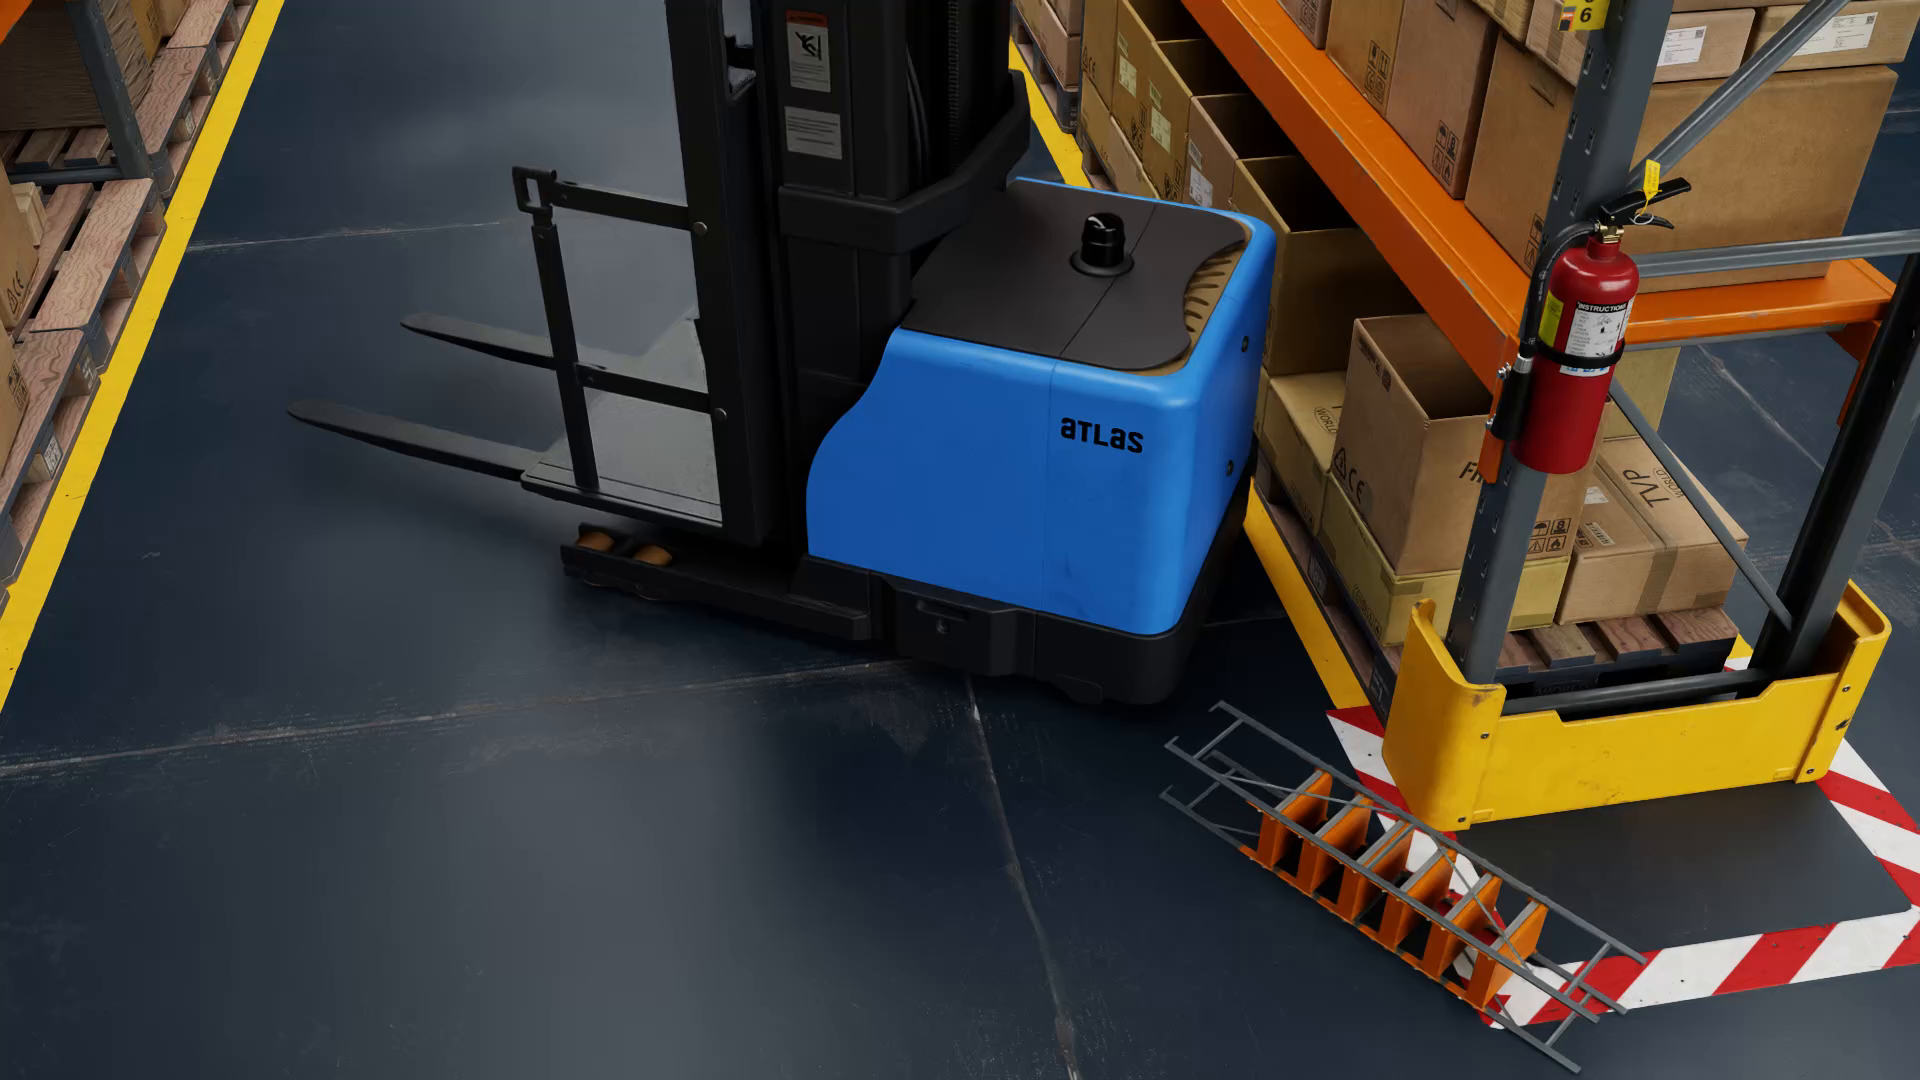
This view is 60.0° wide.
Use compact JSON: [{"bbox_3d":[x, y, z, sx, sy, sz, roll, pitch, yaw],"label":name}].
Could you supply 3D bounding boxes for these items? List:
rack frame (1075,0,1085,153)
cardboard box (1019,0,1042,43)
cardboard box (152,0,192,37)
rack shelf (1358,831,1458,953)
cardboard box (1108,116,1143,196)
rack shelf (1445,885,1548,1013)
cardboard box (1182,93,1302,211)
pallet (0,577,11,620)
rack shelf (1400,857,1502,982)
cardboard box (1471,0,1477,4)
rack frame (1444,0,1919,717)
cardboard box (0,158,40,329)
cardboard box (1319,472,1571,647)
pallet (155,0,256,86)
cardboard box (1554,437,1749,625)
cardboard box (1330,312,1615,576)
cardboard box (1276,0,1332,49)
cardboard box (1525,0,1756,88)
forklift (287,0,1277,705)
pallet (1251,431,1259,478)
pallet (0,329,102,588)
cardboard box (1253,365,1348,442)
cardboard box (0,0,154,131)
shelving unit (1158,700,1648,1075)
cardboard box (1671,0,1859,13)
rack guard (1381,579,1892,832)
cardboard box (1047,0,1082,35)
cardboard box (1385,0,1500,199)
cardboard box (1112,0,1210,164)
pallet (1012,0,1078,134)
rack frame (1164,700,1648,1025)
[{"bbox_3d":[1.031,-3.024,6.697,1.000,3.000,0.127,-6,38,-8],"label":"rack frame"},{"bbox_3d":[0.586,-2.629,8.088,0.500,0.250,0.500,-7,38,-9],"label":"cardboard box"},{"bbox_3d":[-4.181,-2.738,8.008,0.700,0.500,0.500,-6,38,-7],"label":"cardboard box"},{"bbox_3d":[1.086,0.840,4.010,0.103,0.180,0.258,31,48,34],"label":"rack shelf"},{"bbox_3d":[0.896,-1.489,6.620,0.500,0.250,0.500,-6,38,-8],"label":"cardboard box"},{"bbox_3d":[1.257,0.944,3.877,0.103,0.180,0.258,31,48,34],"label":"rack shelf"},{"bbox_3d":[1.069,-1.181,5.612,0.500,0.500,0.500,-6,38,-8],"label":"cardboard box"},{"bbox_3d":[-3.265,0.488,4.450,1.003,0.211,1.213,-6,38,-8],"label":"pallet"},{"bbox_3d":[1.172,0.892,3.944,0.103,0.180,0.258,31,48,34],"label":"rack shelf"},{"bbox_3d":[1.385,-1.426,4.031,0.380,0.149,0.250,-7,38,-9],"label":"cardboard box"},{"bbox_3d":[1.732,-0.608,3.588,1.000,3.000,0.127,-6,38,-8],"label":"rack frame"},{"bbox_3d":[-3.624,-1.053,5.839,0.500,0.500,0.500,-9,39,-11],"label":"cardboard box"},{"bbox_3d":[1.347,0.020,4.678,0.500,0.250,0.500,-6,38,-8],"label":"cardboard box"},{"bbox_3d":[-4.201,-2.596,8.420,1.003,0.211,1.213,-6,38,-8],"label":"pallet"},{"bbox_3d":[1.857,-0.036,4.750,0.500,0.250,0.500,-6,38,-8],"label":"cardboard box"},{"bbox_3d":[1.345,-0.276,4.448,0.500,0.500,0.500,-6,38,-8],"label":"cardboard box"},{"bbox_3d":[1.389,-1.866,5.125,0.700,0.500,0.500,-5,38,-7],"label":"cardboard box"},{"bbox_3d":[1.477,-1.114,3.629,0.380,0.149,0.250,-7,38,-9],"label":"cardboard box"},{"bbox_3d":[-0.668,-1.262,4.486,3.031,2.935,1.130,13,40,16],"label":"forklift"},{"bbox_3d":[1.346,-0.700,5.978,1.003,0.211,1.213,-6,38,-8],"label":"pallet"},{"bbox_3d":[-3.476,-0.247,5.396,1.003,0.211,1.213,-6,38,-8],"label":"pallet"},{"bbox_3d":[1.158,-0.583,5.454,0.500,0.250,0.500,-6,38,-8],"label":"cardboard box"},{"bbox_3d":[-3.991,-2.118,7.211,0.700,0.500,0.500,-5,38,-6],"label":"cardboard box"},{"bbox_3d":[1.033,0.808,4.052,1.200,0.189,0.258,31,48,34],"label":"shelving unit"},{"bbox_3d":[1.653,-1.475,3.565,0.700,0.500,0.500,-6,38,-8],"label":"cardboard box"},{"bbox_3d":[1.736,0.394,4.336,1.175,0.500,0.348,-6,38,-8],"label":"rack guard"},{"bbox_3d":[0.678,-2.539,7.515,0.500,0.311,0.500,-6,38,-8],"label":"cardboard box"},{"bbox_3d":[1.566,-1.247,4.329,0.700,0.500,0.500,-5,38,-7],"label":"cardboard box"},{"bbox_3d":[0.899,-1.785,6.391,0.500,0.500,0.500,-6,38,-8],"label":"cardboard box"},{"bbox_3d":[0.863,-2.364,8.120,1.003,0.211,1.213,-6,38,-8],"label":"pallet"},{"bbox_3d":[1.033,0.735,3.996,1.200,0.006,0.240,31,48,34],"label":"rack frame"}]
